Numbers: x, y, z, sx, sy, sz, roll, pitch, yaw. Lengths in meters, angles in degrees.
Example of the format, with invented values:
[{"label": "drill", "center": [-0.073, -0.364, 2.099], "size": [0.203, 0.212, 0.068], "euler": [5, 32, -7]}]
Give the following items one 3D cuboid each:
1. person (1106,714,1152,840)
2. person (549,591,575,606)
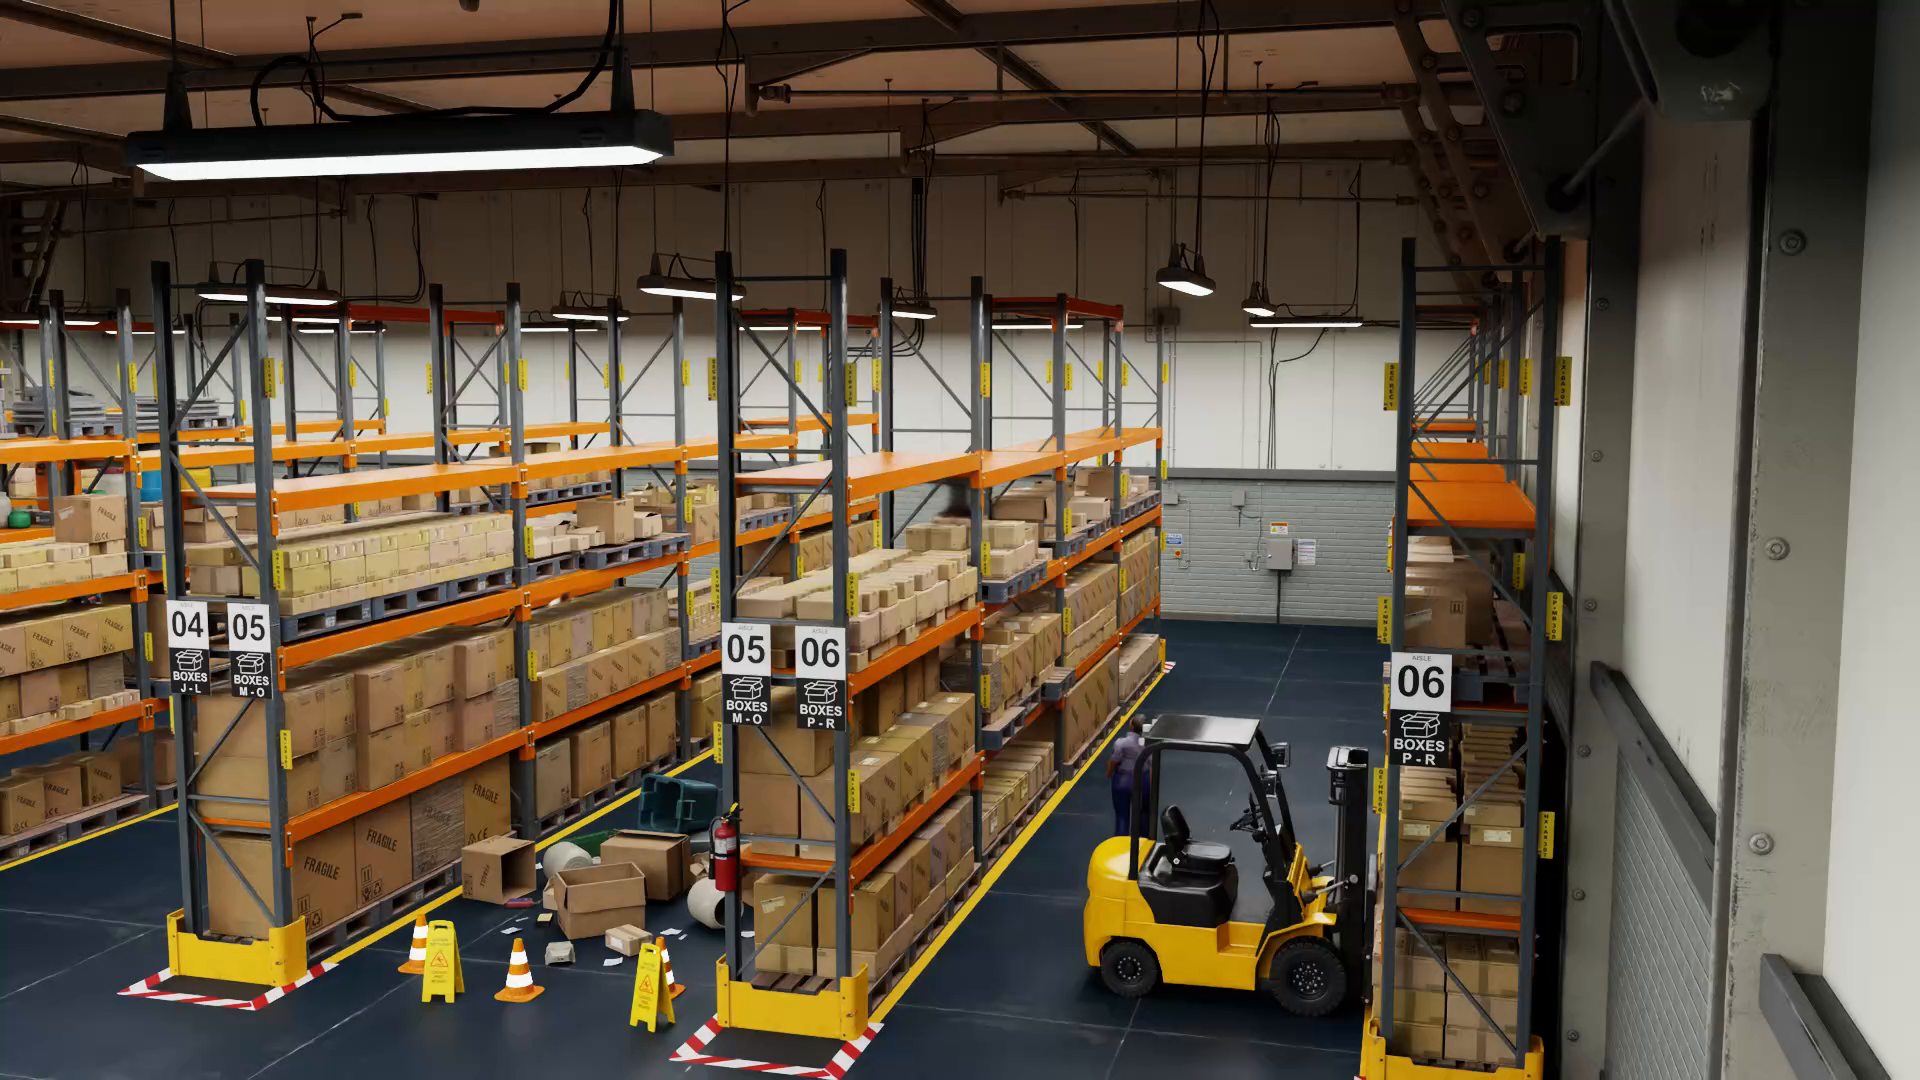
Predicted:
[{"label": "person", "center": [1.773, 2.556, 17.132], "size": [0.575, 1.630, 0.735], "euler": [1, 6, 12]}, {"label": "person", "center": [-6.238, 1.514, 26.377], "size": [0.718, 1.718, 1.058], "euler": [1, 6, 12]}]
